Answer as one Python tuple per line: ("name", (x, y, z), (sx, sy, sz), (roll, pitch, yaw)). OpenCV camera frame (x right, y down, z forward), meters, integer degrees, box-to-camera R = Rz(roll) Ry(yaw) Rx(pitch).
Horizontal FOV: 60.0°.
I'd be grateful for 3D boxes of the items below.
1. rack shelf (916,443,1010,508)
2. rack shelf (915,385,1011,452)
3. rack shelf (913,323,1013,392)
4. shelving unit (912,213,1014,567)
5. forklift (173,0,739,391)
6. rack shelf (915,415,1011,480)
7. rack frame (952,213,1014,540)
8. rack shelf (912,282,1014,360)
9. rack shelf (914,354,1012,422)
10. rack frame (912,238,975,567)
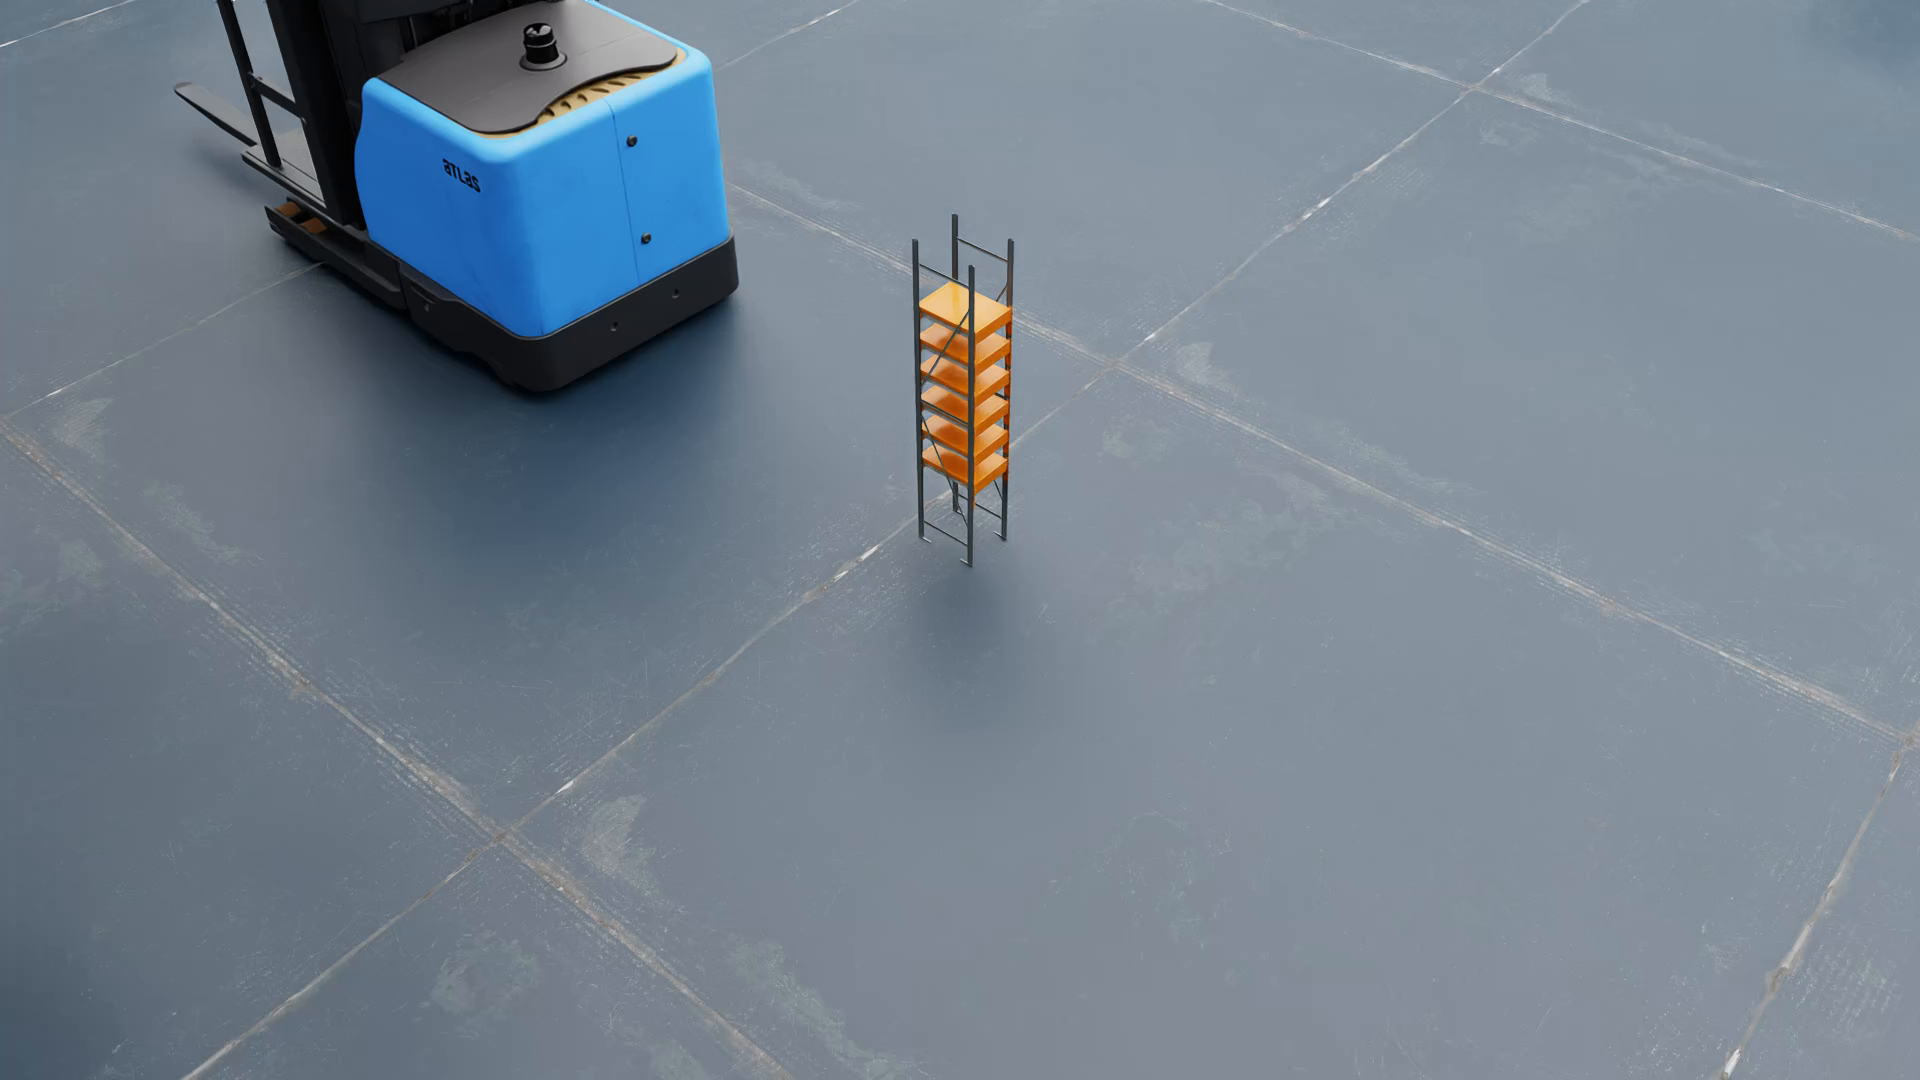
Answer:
("rack shelf", (0.009, -0.241, 5.546), (0.258, 0.103, 0.180), (29, 50, 28))
("rack shelf", (0.009, -0.419, 5.384), (0.258, 0.103, 0.180), (29, 50, 28))
("rack shelf", (0.009, -0.596, 5.223), (0.258, 0.103, 0.180), (29, 50, 28))
("shelving unit", (0.009, -0.451, 5.355), (0.258, 1.200, 0.189), (29, 50, 28))
("forklift", (-2.328, -2.509, 6.331), (3.031, 2.935, 1.130), (32, 51, 30))
("rack shelf", (0.009, -0.330, 5.465), (0.258, 0.103, 0.180), (29, 50, 28))
("rack frame", (0.068, -0.498, 5.406), (0.240, 1.200, 0.006), (29, 50, 28))
("rack shelf", (0.009, -0.685, 5.142), (0.258, 0.103, 0.180), (29, 50, 28))
("rack shelf", (0.009, -0.507, 5.304), (0.258, 0.103, 0.180), (29, 50, 28))
("rack frame", (-0.050, -0.404, 5.303), (0.240, 1.200, 0.006), (29, 50, 28))
